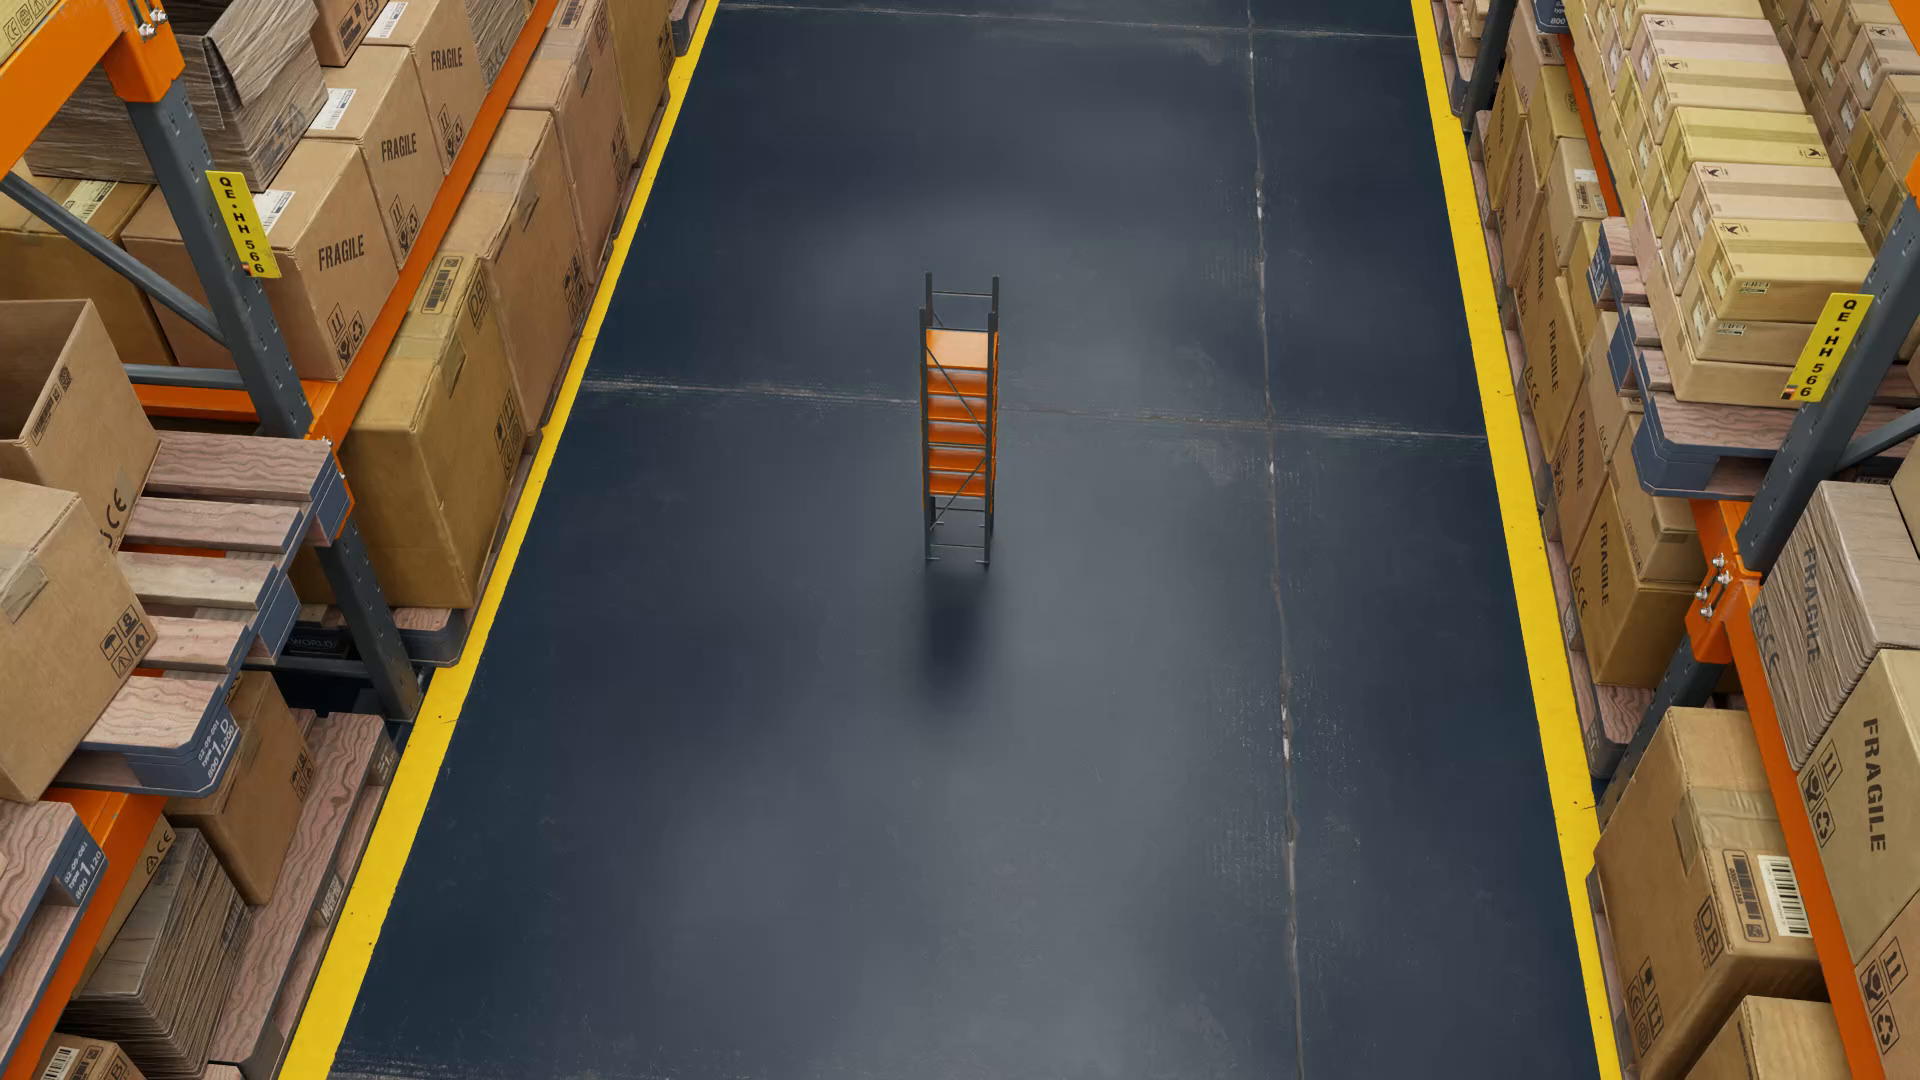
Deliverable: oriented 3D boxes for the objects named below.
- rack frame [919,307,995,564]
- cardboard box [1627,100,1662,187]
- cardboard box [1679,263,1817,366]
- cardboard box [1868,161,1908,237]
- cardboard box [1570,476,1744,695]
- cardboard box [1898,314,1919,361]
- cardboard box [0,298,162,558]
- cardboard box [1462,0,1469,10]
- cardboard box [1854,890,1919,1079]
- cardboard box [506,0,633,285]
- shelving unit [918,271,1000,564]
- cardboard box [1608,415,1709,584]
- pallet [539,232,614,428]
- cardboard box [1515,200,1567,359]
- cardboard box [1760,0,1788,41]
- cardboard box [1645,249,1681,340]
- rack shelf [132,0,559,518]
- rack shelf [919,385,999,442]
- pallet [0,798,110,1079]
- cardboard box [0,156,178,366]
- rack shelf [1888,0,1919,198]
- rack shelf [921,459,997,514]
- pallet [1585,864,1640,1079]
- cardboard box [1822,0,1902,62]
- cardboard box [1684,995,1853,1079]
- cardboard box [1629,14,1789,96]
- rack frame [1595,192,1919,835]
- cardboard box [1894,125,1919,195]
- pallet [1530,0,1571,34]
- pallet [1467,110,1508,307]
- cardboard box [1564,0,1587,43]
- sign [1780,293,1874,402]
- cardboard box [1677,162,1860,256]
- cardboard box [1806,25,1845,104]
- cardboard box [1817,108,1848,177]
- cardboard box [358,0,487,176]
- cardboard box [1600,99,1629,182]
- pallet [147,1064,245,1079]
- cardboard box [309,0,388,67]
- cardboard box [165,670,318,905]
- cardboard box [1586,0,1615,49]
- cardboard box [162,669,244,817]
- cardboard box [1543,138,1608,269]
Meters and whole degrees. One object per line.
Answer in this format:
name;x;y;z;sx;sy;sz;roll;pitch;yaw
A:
rack frame;-0.010;-0.327;5.736;0.240;1.200;0.006;4;48;4
cardboard box;2.231;-1.178;4.979;0.380;0.149;0.250;4;48;4
cardboard box;2.164;-0.604;4.454;0.380;0.149;0.250;5;48;4
cardboard box;2.860;-0.948;4.769;0.380;0.149;0.250;3;48;2
cardboard box;2.372;0.147;5.492;0.500;0.500;0.500;4;48;3
cardboard box;2.839;-0.623;4.673;0.380;0.149;0.250;6;48;5
cardboard box;-2.367;-0.237;4.082;0.500;0.500;0.500;-1;48;-1
cardboard box;2.662;-2.725;8.156;0.380;0.149;0.250;2;48;2
cardboard box;2.173;0.969;3.263;0.500;0.500;0.500;4;48;3
cardboard box;-2.112;-1.697;6.925;1.225;0.875;0.875;2;48;2
shelving unit;-0.001;-0.394;5.798;0.258;1.200;0.189;4;48;4
cardboard box;2.374;-0.125;5.233;0.500;0.250;0.500;3;48;3
pallet;-2.097;-0.989;7.011;1.003;0.211;1.213;4;48;4
cardboard box;2.525;-0.991;6.533;0.500;0.500;0.500;5;48;4
cardboard box;2.983;-1.787;5.737;0.380;0.149;0.250;6;48;5
cardboard box;2.184;-0.686;4.730;0.380;0.149;0.250;4;48;3
rack shelf;-2.175;-1.688;6.249;1.077;0.370;4.000;4;48;4
rack shelf;-0.001;-0.445;5.742;0.258;0.103;0.180;4;48;4
pallet;-2.497;1.061;3.377;1.003;0.211;1.213;4;48;4
cardboard box;-2.559;-0.874;4.949;0.500;0.500;0.500;5;48;5
rack shelf;2.755;-2.293;4.769;1.077;0.370;4.000;4;48;4
rack shelf;-0.001;-0.202;6.007;0.258;0.103;0.180;4;48;4
pallet;2.426;1.462;4.770;1.003;0.211;1.213;4;48;4
cardboard box;2.926;-1.604;5.167;0.380;0.149;0.250;5;48;5
cardboard box;2.351;1.648;3.950;1.050;0.750;0.750;5;48;4
cardboard box;2.258;-1.452;5.028;0.380;0.149;0.250;4;48;4
rack frame;2.573;-0.054;4.266;1.000;3.000;0.127;4;48;4
cardboard box;2.856;-1.015;4.628;0.380;0.149;0.250;4;48;3
pallet;2.723;-2.376;6.521;1.003;0.211;1.213;4;48;4
pallet;2.868;-1.480;7.460;1.003;0.211;1.213;4;48;4
cardboard box;2.330;-1.831;5.778;0.380;0.149;0.250;3;48;3
sign;2.031;-0.447;3.895;0.100;0.325;0.005;4;48;4
cardboard box;2.186;-0.887;4.511;0.380;0.149;0.250;3;48;3
cardboard box;2.933;-1.499;5.272;0.380;0.149;0.250;3;48;3
cardboard box;2.908;-1.215;5.214;0.380;0.149;0.250;5;48;5
cardboard box;-1.954;-1.590;5.603;0.500;0.500;0.500;3;48;3
cardboard box;2.257;-1.256;5.252;0.380;0.149;0.250;2;48;2
pallet;-2.544;1.948;4.325;1.003;0.211;1.213;4;48;4
cardboard box;-2.213;-1.849;5.160;0.797;0.503;0.637;5;48;4
cardboard box;-2.399;0.728;4.948;0.700;0.500;0.500;2;48;1
cardboard box;2.303;-1.742;5.495;0.380;0.149;0.250;3;48;3
cardboard box;-2.389;0.475;4.670;0.500;0.250;0.500;6;48;5
cardboard box;2.510;-1.253;6.264;0.500;0.250;0.500;6;48;5
